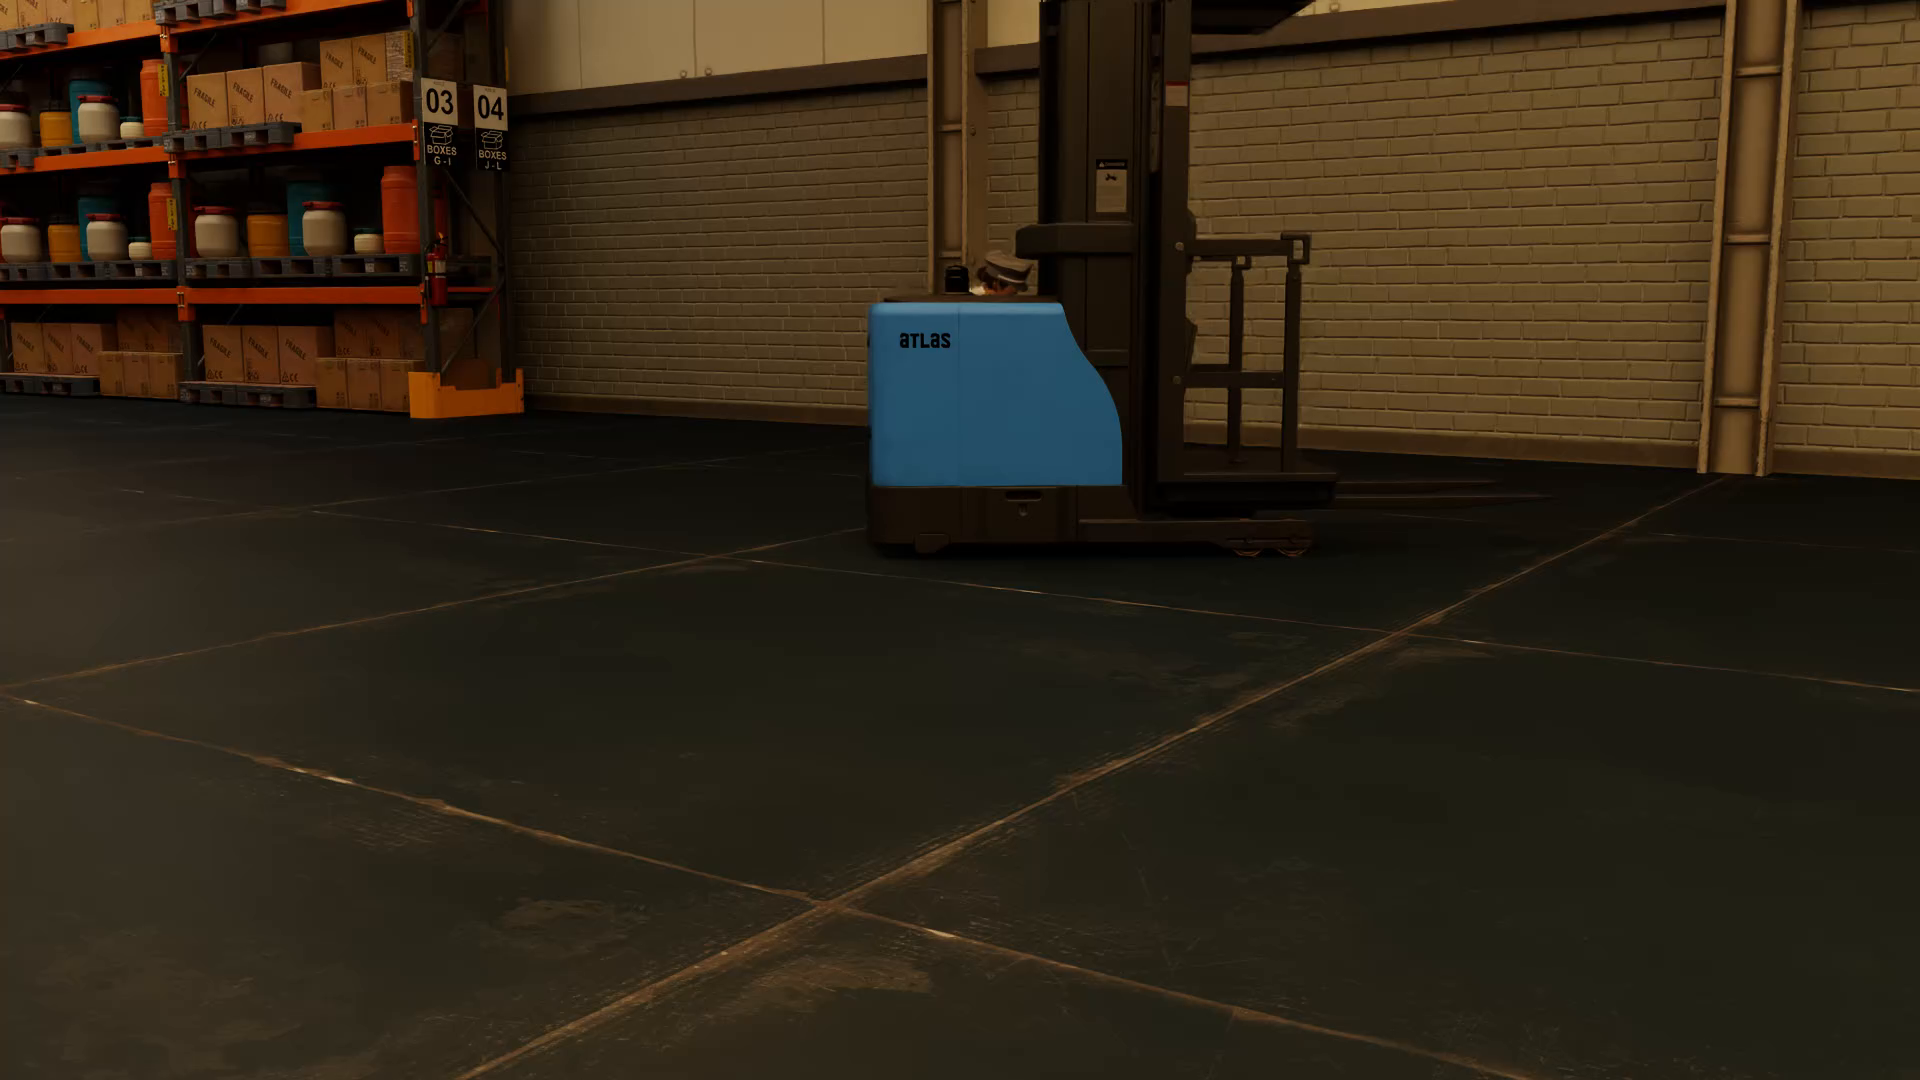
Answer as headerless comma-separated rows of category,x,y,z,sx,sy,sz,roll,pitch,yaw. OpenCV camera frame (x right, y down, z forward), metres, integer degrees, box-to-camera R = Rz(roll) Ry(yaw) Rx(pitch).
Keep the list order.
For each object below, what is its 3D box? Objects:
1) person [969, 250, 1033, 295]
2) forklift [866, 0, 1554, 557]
person,0.207,-0.789,8.495,0.687,1.360,1.308,3,9,22
forklift,1.099,-1.452,7.401,3.031,2.935,1.130,-1,8,-4
